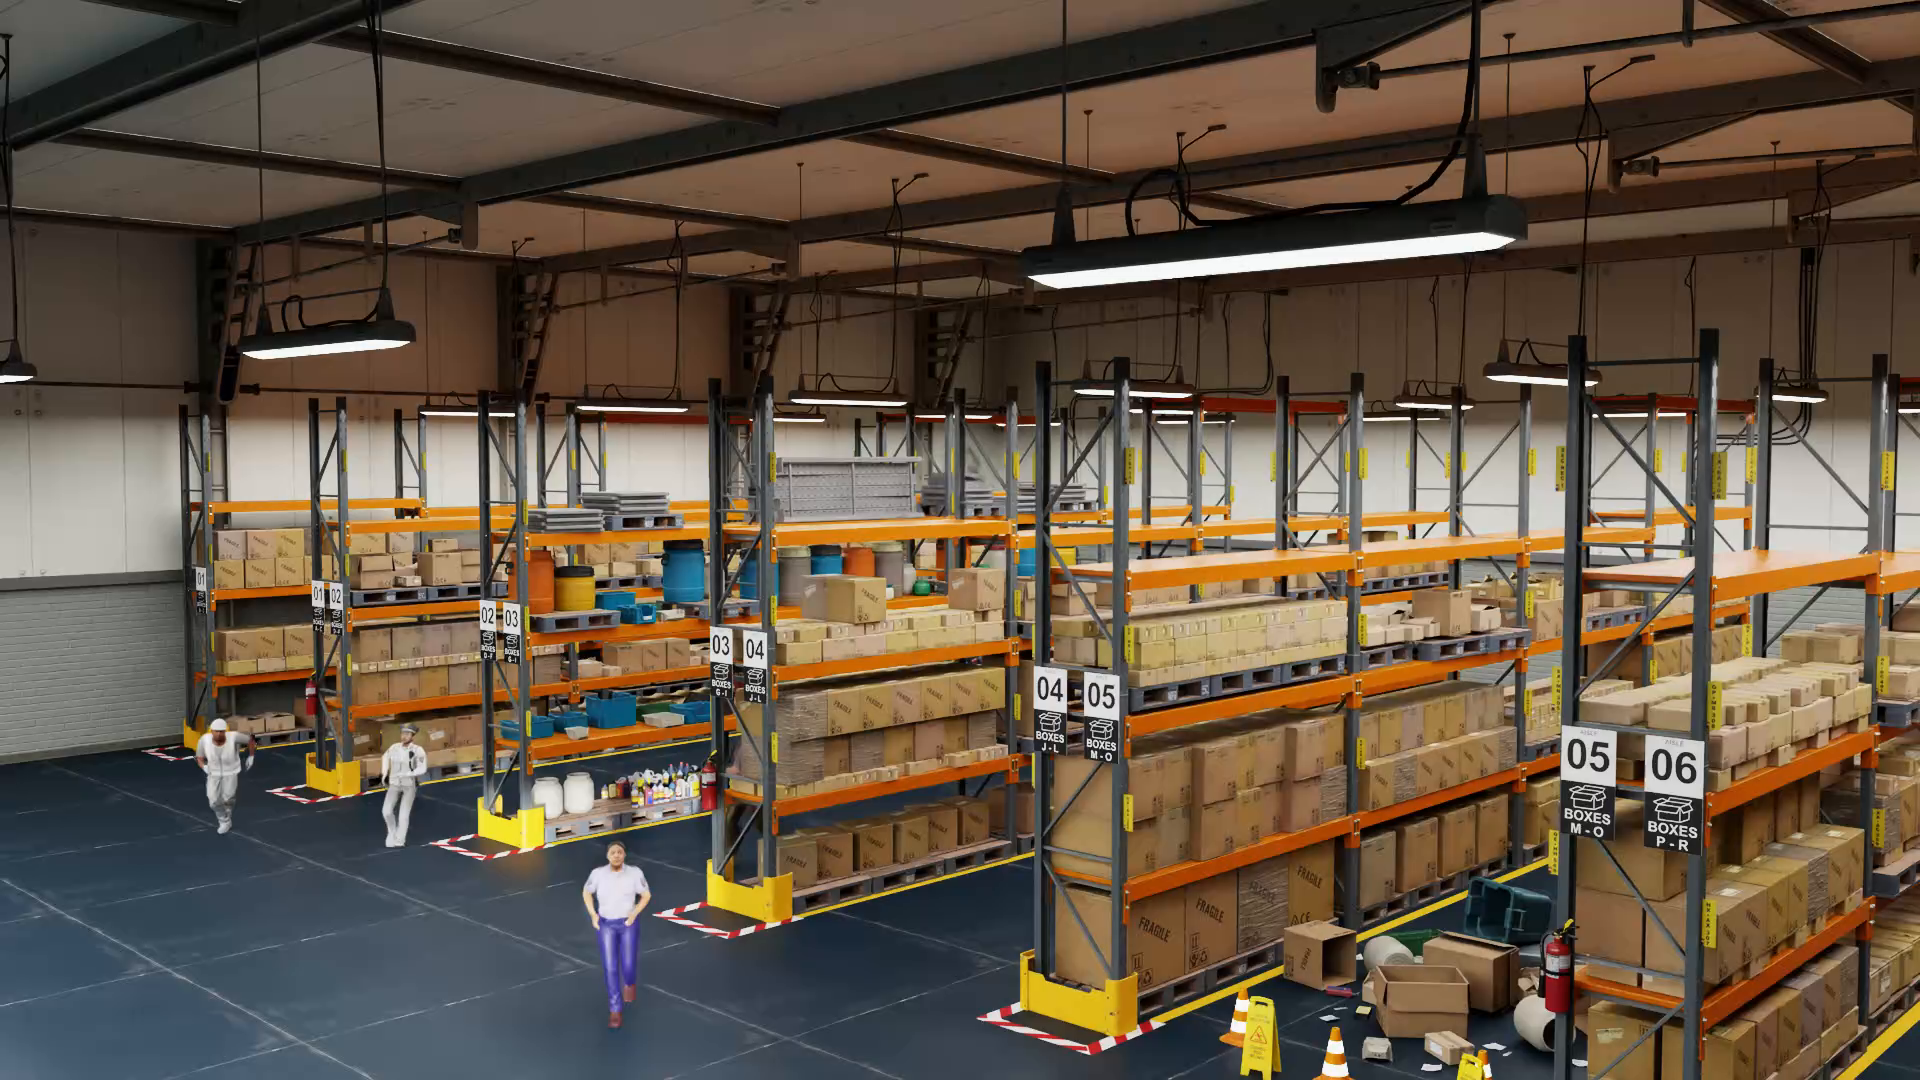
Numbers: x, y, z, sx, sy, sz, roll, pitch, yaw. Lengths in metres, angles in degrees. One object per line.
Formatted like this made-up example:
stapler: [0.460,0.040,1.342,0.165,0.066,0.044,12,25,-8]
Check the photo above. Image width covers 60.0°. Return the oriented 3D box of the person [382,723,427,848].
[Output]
person: [-7.243,3.193,21.615,0.617,1.646,0.575,0,3,-5]

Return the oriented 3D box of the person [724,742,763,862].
person: [-2.623,3.165,20.711,0.680,1.821,0.916,3,4,41]

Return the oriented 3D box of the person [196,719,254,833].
person: [-9.927,3.182,22.488,0.704,1.617,0.847,-1,3,-16]

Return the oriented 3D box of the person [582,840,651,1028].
person: [-3.144,3.555,15.235,0.614,1.632,0.726,-1,3,-11]
